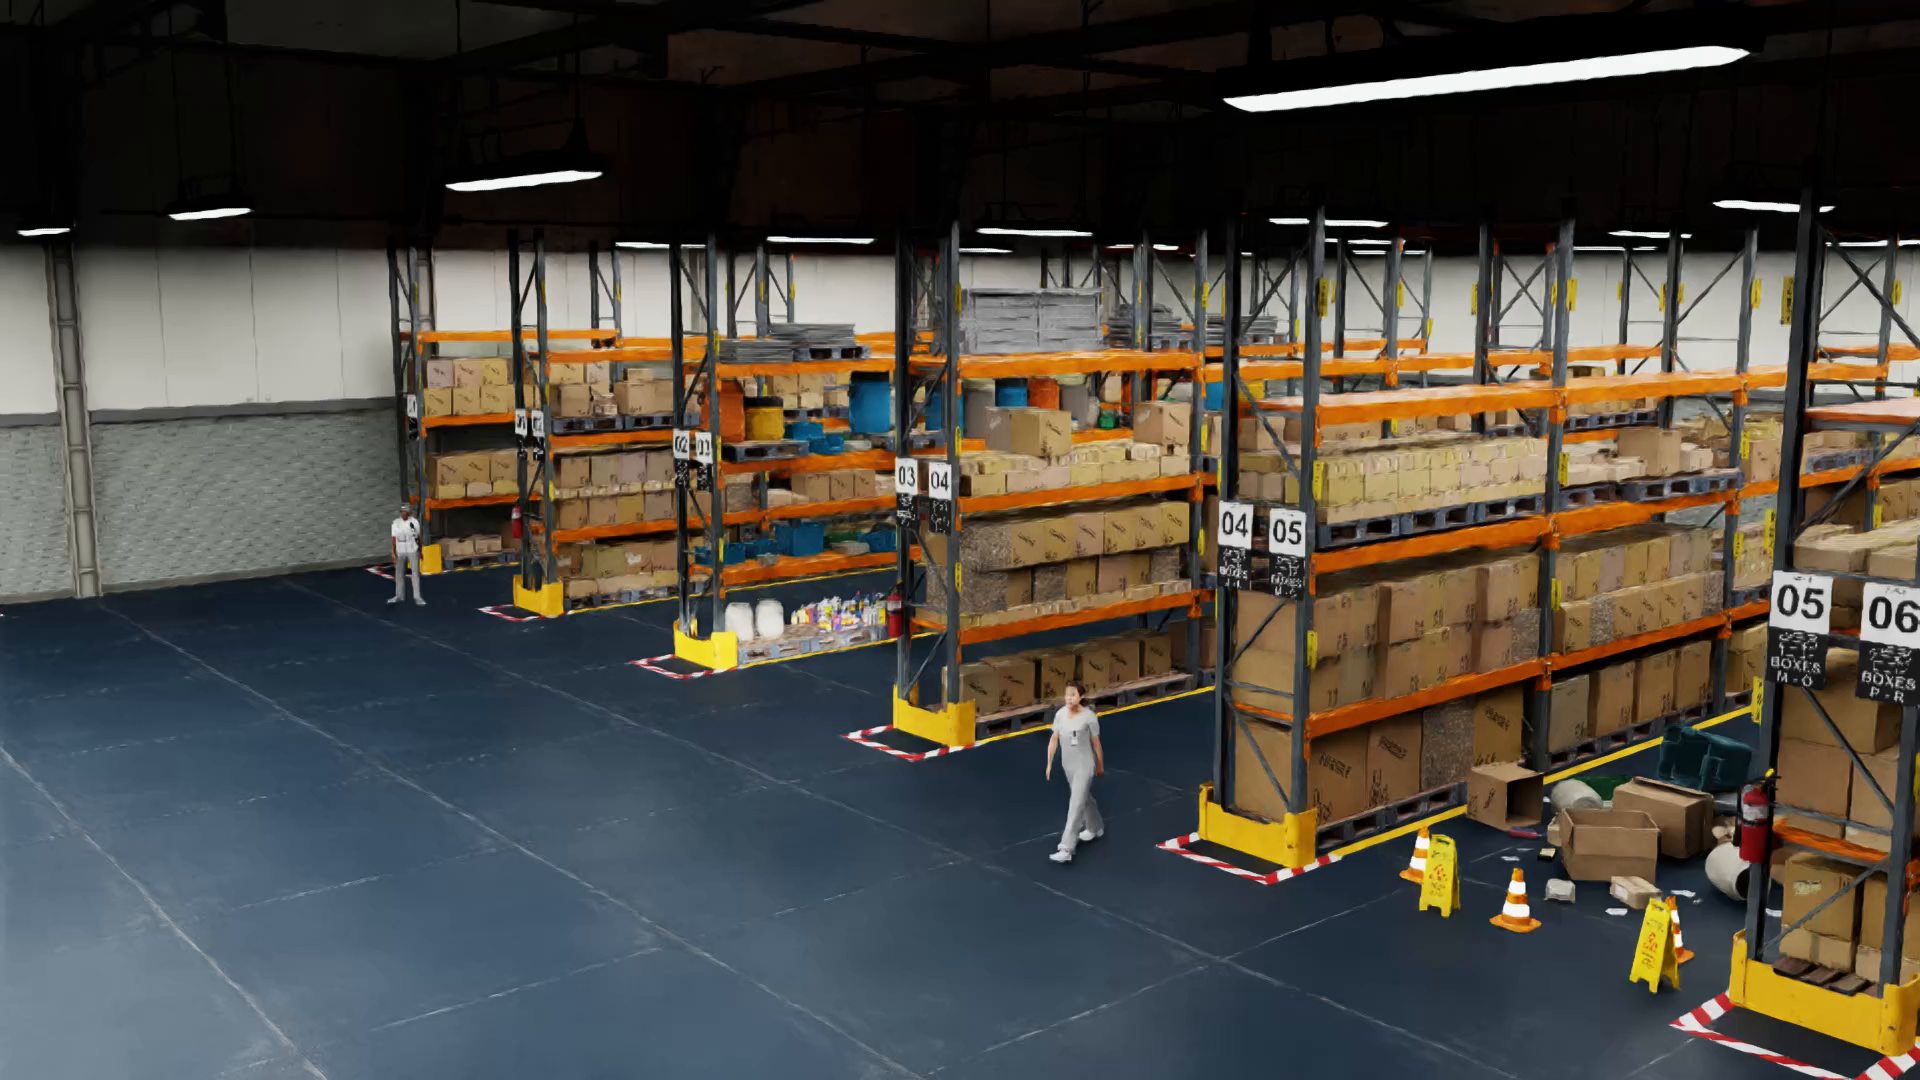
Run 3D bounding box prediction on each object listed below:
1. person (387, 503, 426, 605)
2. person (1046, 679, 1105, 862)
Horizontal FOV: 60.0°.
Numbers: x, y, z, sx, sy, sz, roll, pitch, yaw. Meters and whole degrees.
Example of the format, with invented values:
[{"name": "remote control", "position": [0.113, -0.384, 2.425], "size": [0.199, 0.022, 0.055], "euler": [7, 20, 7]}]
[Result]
[{"name": "person", "position": [-9.008, 0.210, 26.947], "size": [0.649, 1.677, 0.439], "euler": [-1, 9, -10]}, {"name": "person", "position": [1.040, 2.052, 15.137], "size": [0.444, 1.601, 1.016], "euler": [8, 12, 41]}]
